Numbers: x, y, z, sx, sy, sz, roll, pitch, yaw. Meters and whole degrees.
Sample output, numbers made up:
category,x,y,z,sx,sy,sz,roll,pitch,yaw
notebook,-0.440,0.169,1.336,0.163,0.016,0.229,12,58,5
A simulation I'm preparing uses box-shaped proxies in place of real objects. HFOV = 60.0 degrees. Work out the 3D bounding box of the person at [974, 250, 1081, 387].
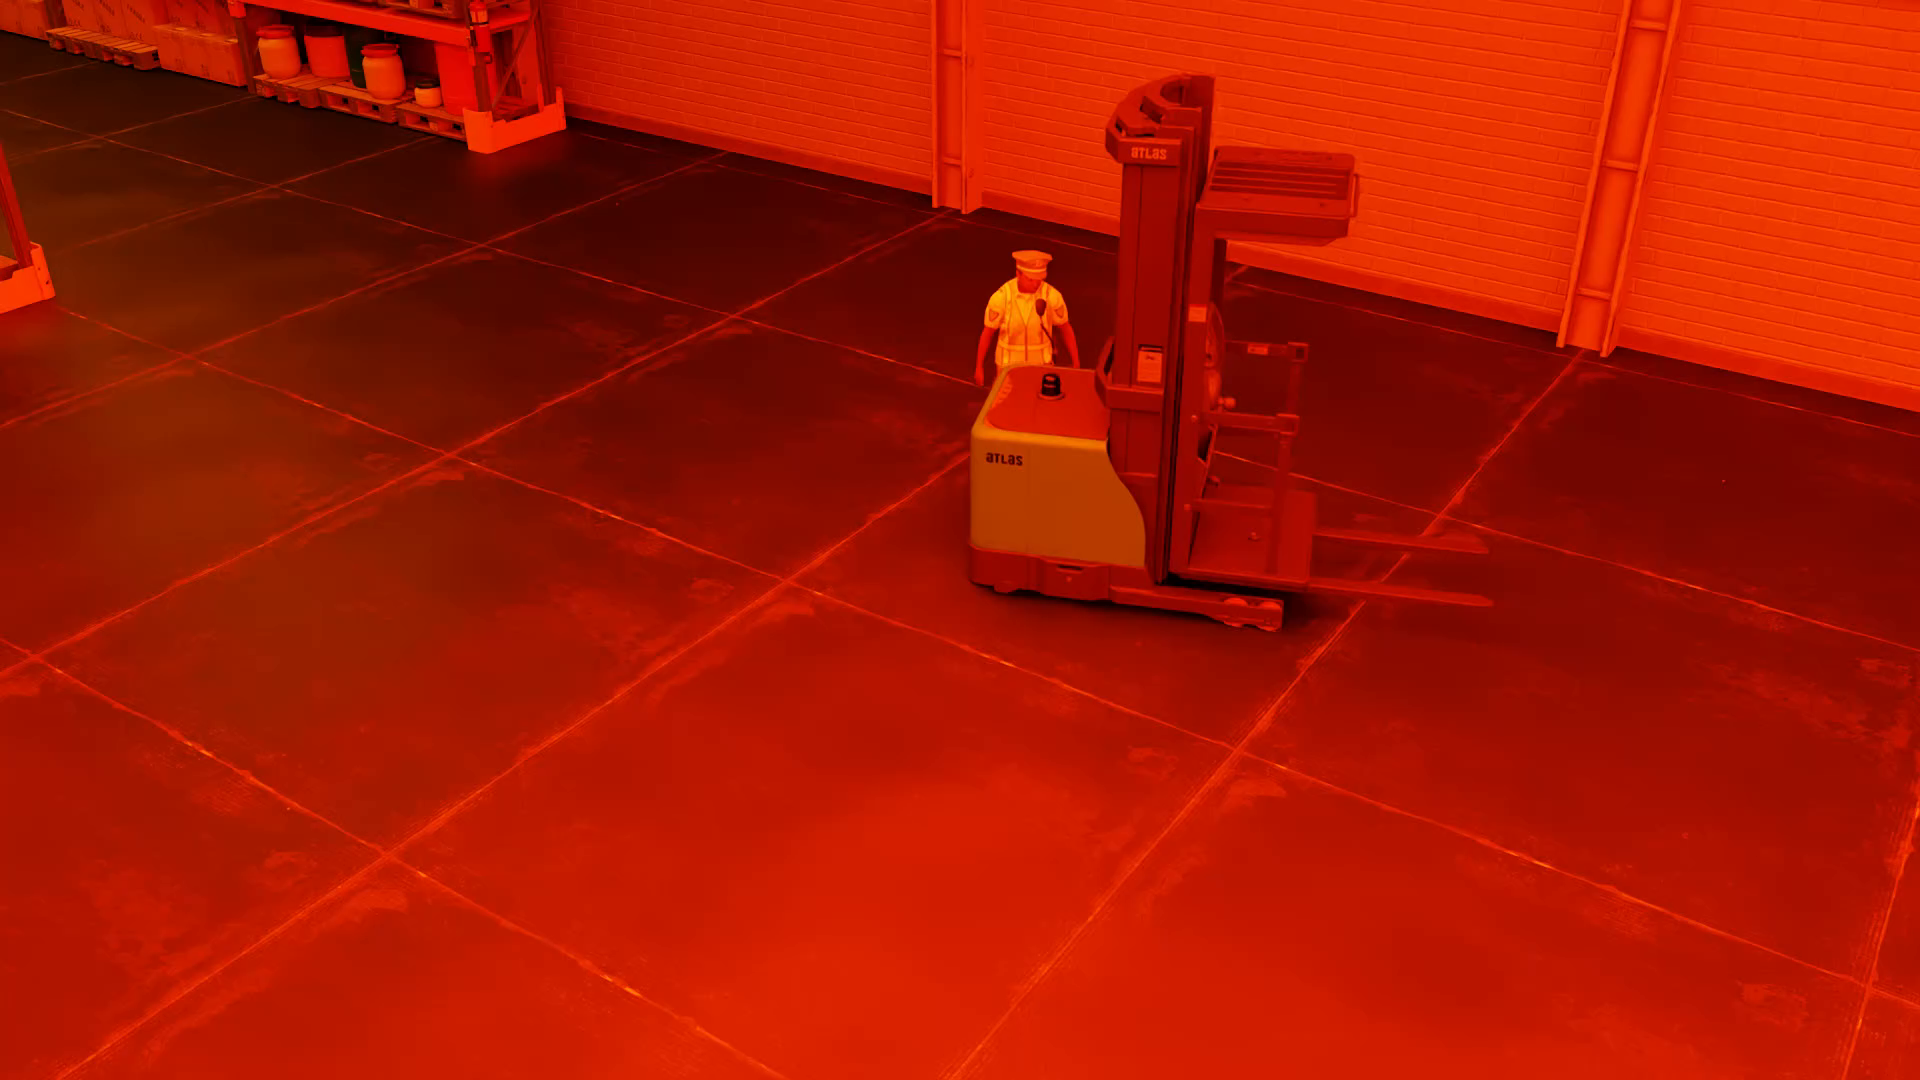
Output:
category,x,y,z,sx,sy,sz,roll,pitch,yaw
person,0.465,-1.115,10.800,0.741,1.635,0.379,-1,30,-2

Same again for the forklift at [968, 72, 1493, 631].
category,x,y,z,sx,sy,sz,roll,pitch,yaw
forklift,1.620,-1.037,9.367,3.031,2.935,1.130,7,31,11
